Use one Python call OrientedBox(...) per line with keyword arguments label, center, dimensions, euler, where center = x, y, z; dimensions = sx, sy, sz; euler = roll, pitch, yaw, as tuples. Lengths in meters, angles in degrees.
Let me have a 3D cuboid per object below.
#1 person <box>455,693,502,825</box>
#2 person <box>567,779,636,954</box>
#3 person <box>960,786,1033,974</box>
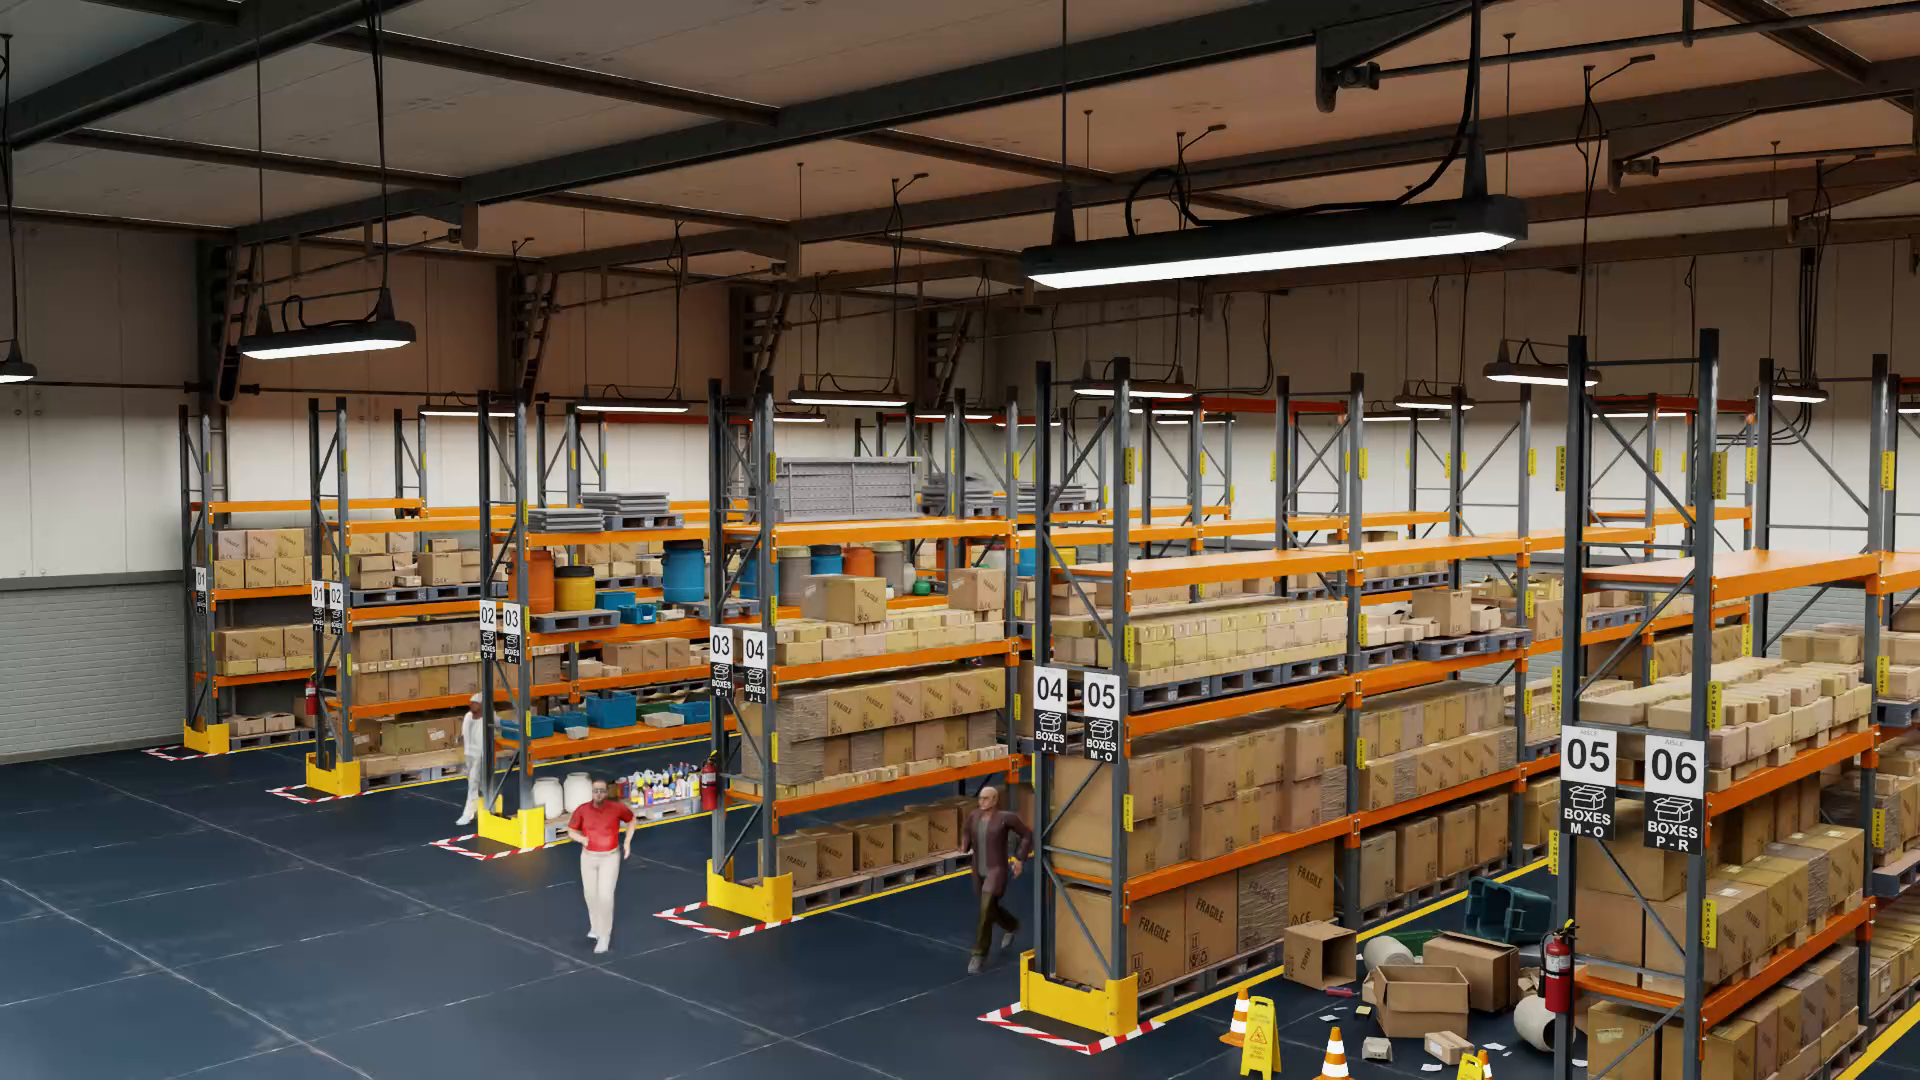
OrientedBox(label="person", center=(-6.731, 3.050, 23.373), dimensions=(0.689, 1.816, 0.879), euler=(2, 4, 31))
OrientedBox(label="person", center=(-3.764, 3.399, 17.372), dimensions=(0.665, 1.793, 0.707), euler=(0, 3, 1))
OrientedBox(label="person", center=(0.324, 3.389, 16.903), dimensions=(0.741, 1.801, 1.022), euler=(2, 4, 39))
